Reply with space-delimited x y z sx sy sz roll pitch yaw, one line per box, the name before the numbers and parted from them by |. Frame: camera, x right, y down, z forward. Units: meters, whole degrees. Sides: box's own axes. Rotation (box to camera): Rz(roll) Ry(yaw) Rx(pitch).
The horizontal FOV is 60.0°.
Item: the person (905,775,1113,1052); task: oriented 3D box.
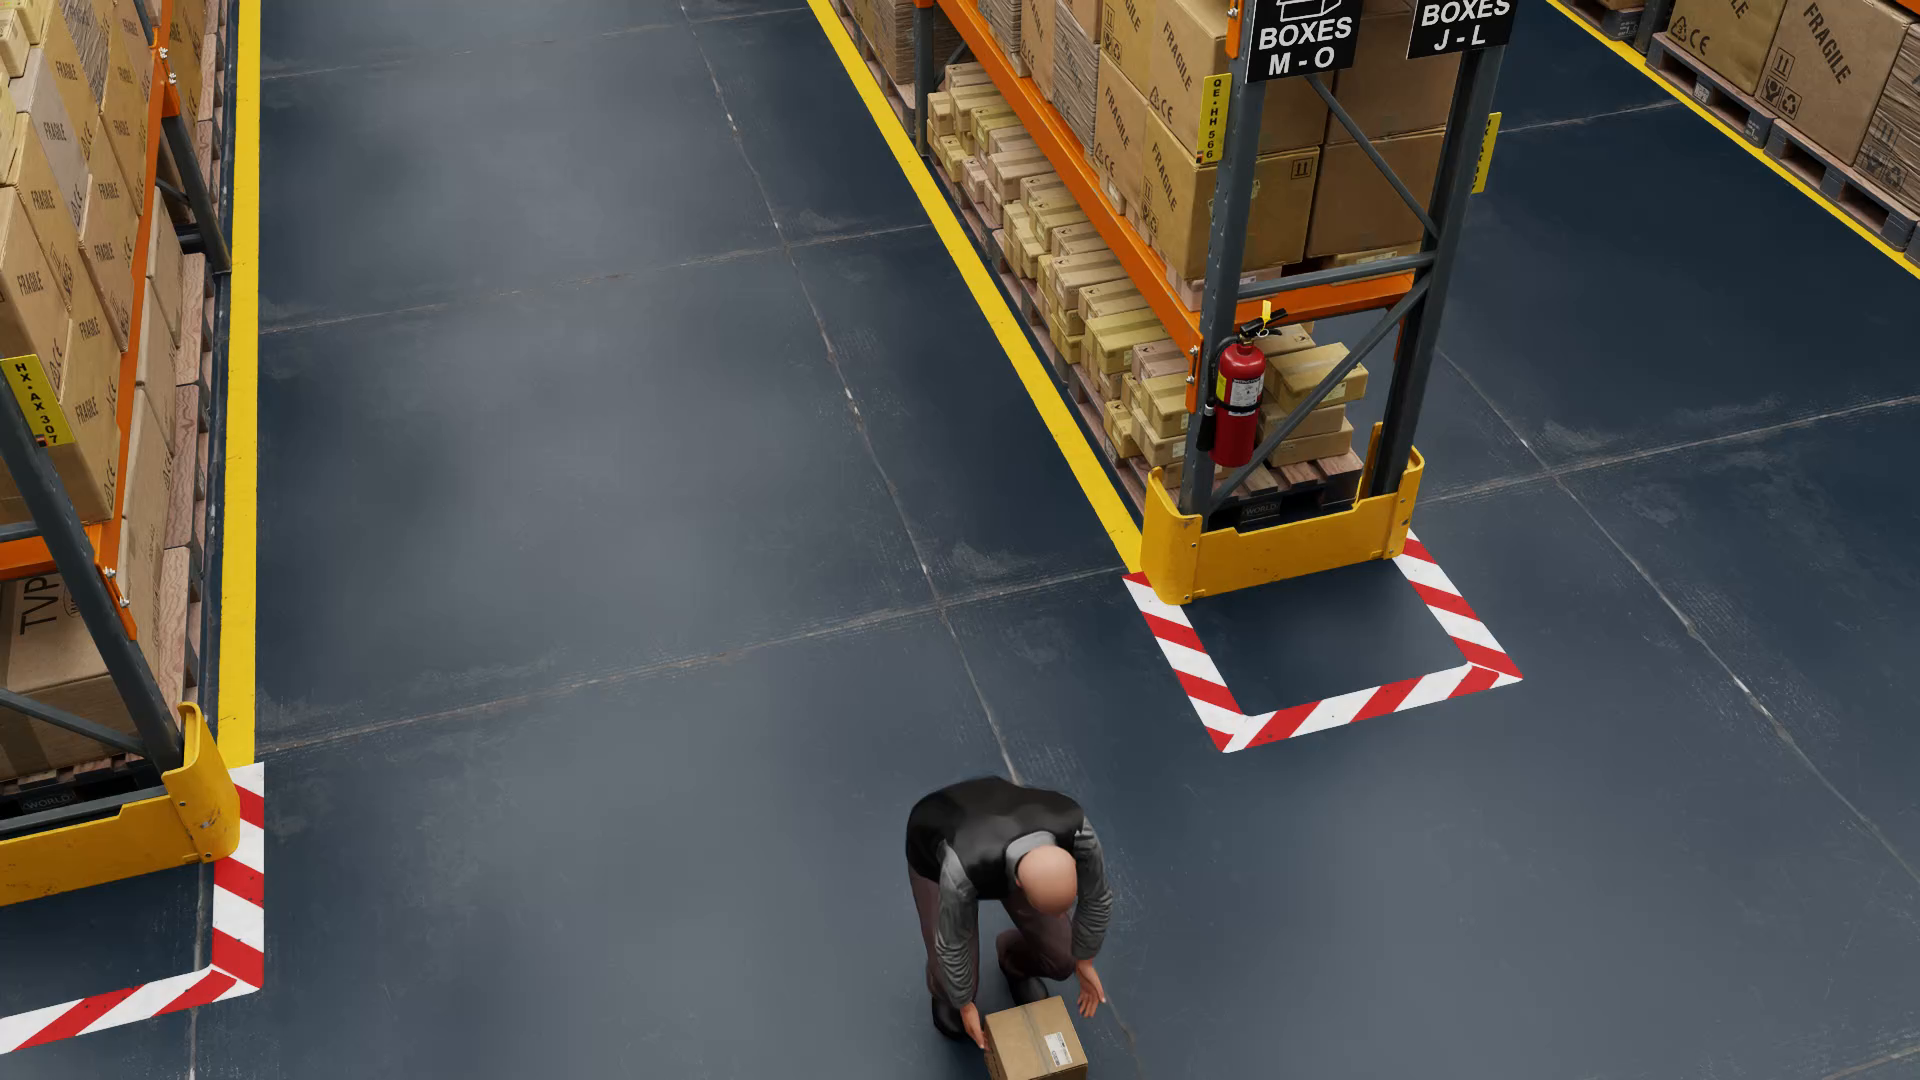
person | 0.150 1.152 5.287 0.579 1.205 0.798 -12 43 -13
